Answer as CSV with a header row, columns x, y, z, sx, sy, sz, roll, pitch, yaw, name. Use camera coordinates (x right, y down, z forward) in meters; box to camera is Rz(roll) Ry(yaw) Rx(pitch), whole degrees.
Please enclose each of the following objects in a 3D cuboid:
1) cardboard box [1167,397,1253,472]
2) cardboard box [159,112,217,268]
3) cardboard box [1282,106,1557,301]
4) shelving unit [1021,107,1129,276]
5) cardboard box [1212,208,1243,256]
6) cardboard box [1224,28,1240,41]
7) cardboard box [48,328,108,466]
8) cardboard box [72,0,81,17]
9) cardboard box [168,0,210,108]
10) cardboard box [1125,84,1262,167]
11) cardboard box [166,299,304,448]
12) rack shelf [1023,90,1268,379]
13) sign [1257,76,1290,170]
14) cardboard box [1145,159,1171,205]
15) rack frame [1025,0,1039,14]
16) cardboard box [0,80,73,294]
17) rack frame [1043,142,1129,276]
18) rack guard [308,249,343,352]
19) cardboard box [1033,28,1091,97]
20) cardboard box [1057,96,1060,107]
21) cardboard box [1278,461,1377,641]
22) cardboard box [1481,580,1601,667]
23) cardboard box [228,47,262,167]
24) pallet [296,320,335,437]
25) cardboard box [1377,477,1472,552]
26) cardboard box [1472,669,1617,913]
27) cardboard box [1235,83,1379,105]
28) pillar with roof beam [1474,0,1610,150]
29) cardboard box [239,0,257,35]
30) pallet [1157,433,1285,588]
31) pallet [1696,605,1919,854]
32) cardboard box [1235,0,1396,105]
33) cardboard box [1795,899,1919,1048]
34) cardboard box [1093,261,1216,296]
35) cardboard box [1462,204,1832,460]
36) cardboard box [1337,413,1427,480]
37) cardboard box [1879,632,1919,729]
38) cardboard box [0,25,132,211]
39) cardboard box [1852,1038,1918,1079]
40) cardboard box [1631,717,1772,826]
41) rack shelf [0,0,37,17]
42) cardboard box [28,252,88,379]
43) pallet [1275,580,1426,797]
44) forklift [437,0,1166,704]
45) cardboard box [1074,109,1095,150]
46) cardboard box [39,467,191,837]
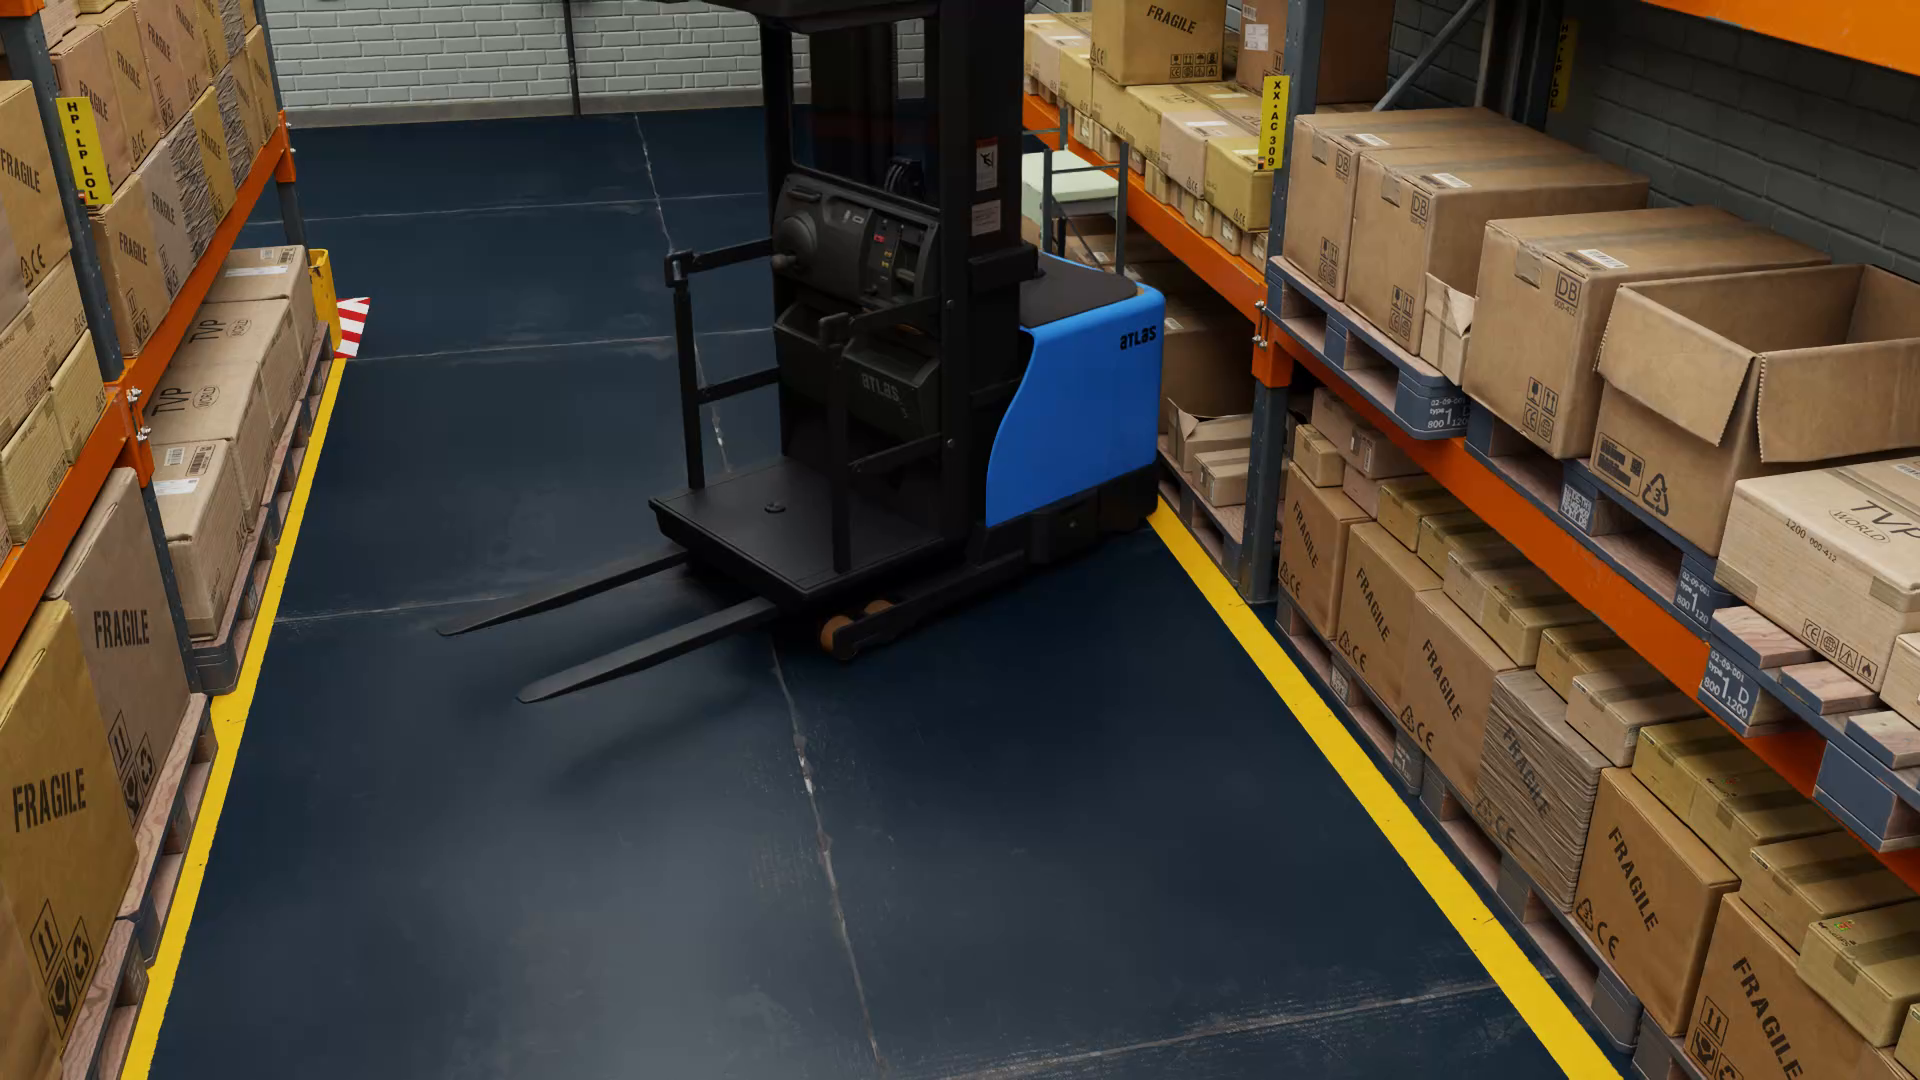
x,y,z,sx,sy,sz,roll,pitch,yaw,name
1.146,-0.486,7.452,0.396,0.266,0.258,-5,27,-10,cardboard box
-3.263,-1.359,6.504,0.500,0.500,0.500,-6,27,-11,cardboard box
1.529,-1.145,5.612,0.700,0.500,0.500,-5,27,-10,cardboard box
0.453,-1.241,8.038,0.431,1.500,0.755,-9,28,-16,shelving unit
1.241,-1.262,6.700,0.380,0.149,0.250,-5,27,-10,cardboard box
1.214,-2.568,8.845,0.500,0.250,0.500,-6,27,-11,cardboard box
-2.850,-0.404,4.887,0.500,0.250,0.500,-7,28,-13,cardboard box
-3.187,-1.806,5.559,0.380,0.149,0.250,-6,27,-12,cardboard box
-3.391,-2.037,6.735,0.500,0.500,0.500,-6,27,-12,cardboard box
1.059,-1.851,7.425,0.500,0.250,0.500,-6,27,-12,cardboard box
-3.638,-0.761,7.806,0.875,0.438,0.875,-5,27,-10,cardboard box
1.188,-1.704,8.096,1.077,0.370,4.000,-6,27,-12,rack shelf
1.111,-1.476,5.884,0.100,0.325,0.005,-6,27,-12,sign
1.041,-1.601,7.371,0.380,0.149,0.250,-6,27,-12,cardboard box
0.737,-2.904,9.674,1.000,3.000,0.127,-6,27,-12,rack frame
-2.851,-0.962,4.607,0.500,0.500,0.500,-5,27,-10,cardboard box
0.569,-1.083,7.729,0.400,1.500,0.023,-9,28,-16,rack frame
-4.104,-1.293,9.256,1.175,0.500,0.348,-6,27,-12,rack guard
0.691,-2.522,8.753,0.500,0.250,0.500,-6,27,-11,cardboard box
0.739,-2.400,8.956,0.380,0.149,0.250,-6,27,-12,cardboard box
1.528,0.016,6.197,0.500,0.500,0.500,-5,27,-9,cardboard box
1.815,0.243,5.029,0.380,0.149,0.250,-5,27,-10,cardboard box
-3.633,-2.036,7.844,0.500,0.500,0.500,-7,28,-13,cardboard box
-3.842,-0.810,8.621,1.003,0.211,1.213,-6,27,-12,pallet
1.667,-0.099,5.705,0.380,0.149,0.250,-7,28,-14,cardboard box
1.877,0.697,4.849,0.500,0.500,0.500,-7,28,-13,cardboard box
1.556,-1.904,7.531,0.500,0.250,0.500,-5,27,-10,cardboard box
-1.835,-3.786,4.764,9.100,9.000,0.400,-6,27,-12,pillar with roof beam
-3.758,-2.701,8.053,0.500,0.500,0.500,-5,27,-10,cardboard box
1.485,-0.204,7.421,1.003,0.211,1.213,-6,27,-12,pallet
2.319,0.404,3.334,1.213,0.211,1.003,-6,27,-12,pallet
1.562,-2.229,7.341,0.500,0.500,0.500,-7,28,-13,cardboard box
2.090,0.939,3.648,0.380,0.149,0.250,-7,28,-14,cardboard box
0.959,-1.076,8.360,0.500,0.500,0.500,-5,27,-11,cardboard box
1.823,-0.573,4.479,0.700,0.500,0.500,-6,27,-12,cardboard box
1.565,-0.348,5.868,0.380,0.149,0.250,-7,28,-14,cardboard box
2.018,0.284,3.172,0.380,0.149,0.250,-5,27,-11,cardboard box
-3.068,-1.367,5.408,0.500,0.500,0.500,-6,27,-11,cardboard box
2.235,1.373,3.509,0.500,0.500,0.500,-5,27,-10,cardboard box
2.002,0.589,4.341,0.380,0.149,0.250,-6,27,-12,cardboard box
-2.746,-0.782,2.940,1.077,0.370,4.000,-6,27,-12,rack shelf
-2.861,-0.629,4.779,0.500,0.250,0.500,-6,27,-12,cardboard box
1.859,0.451,6.123,1.003,0.211,1.213,-6,27,-12,pallet
-0.566,-1.117,6.211,3.031,2.935,1.130,-22,34,-36,forklift
0.786,-2.049,8.259,0.380,0.149,0.250,-7,28,-13,cardboard box
-2.979,0.383,5.054,0.875,0.875,0.875,-5,27,-10,cardboard box
